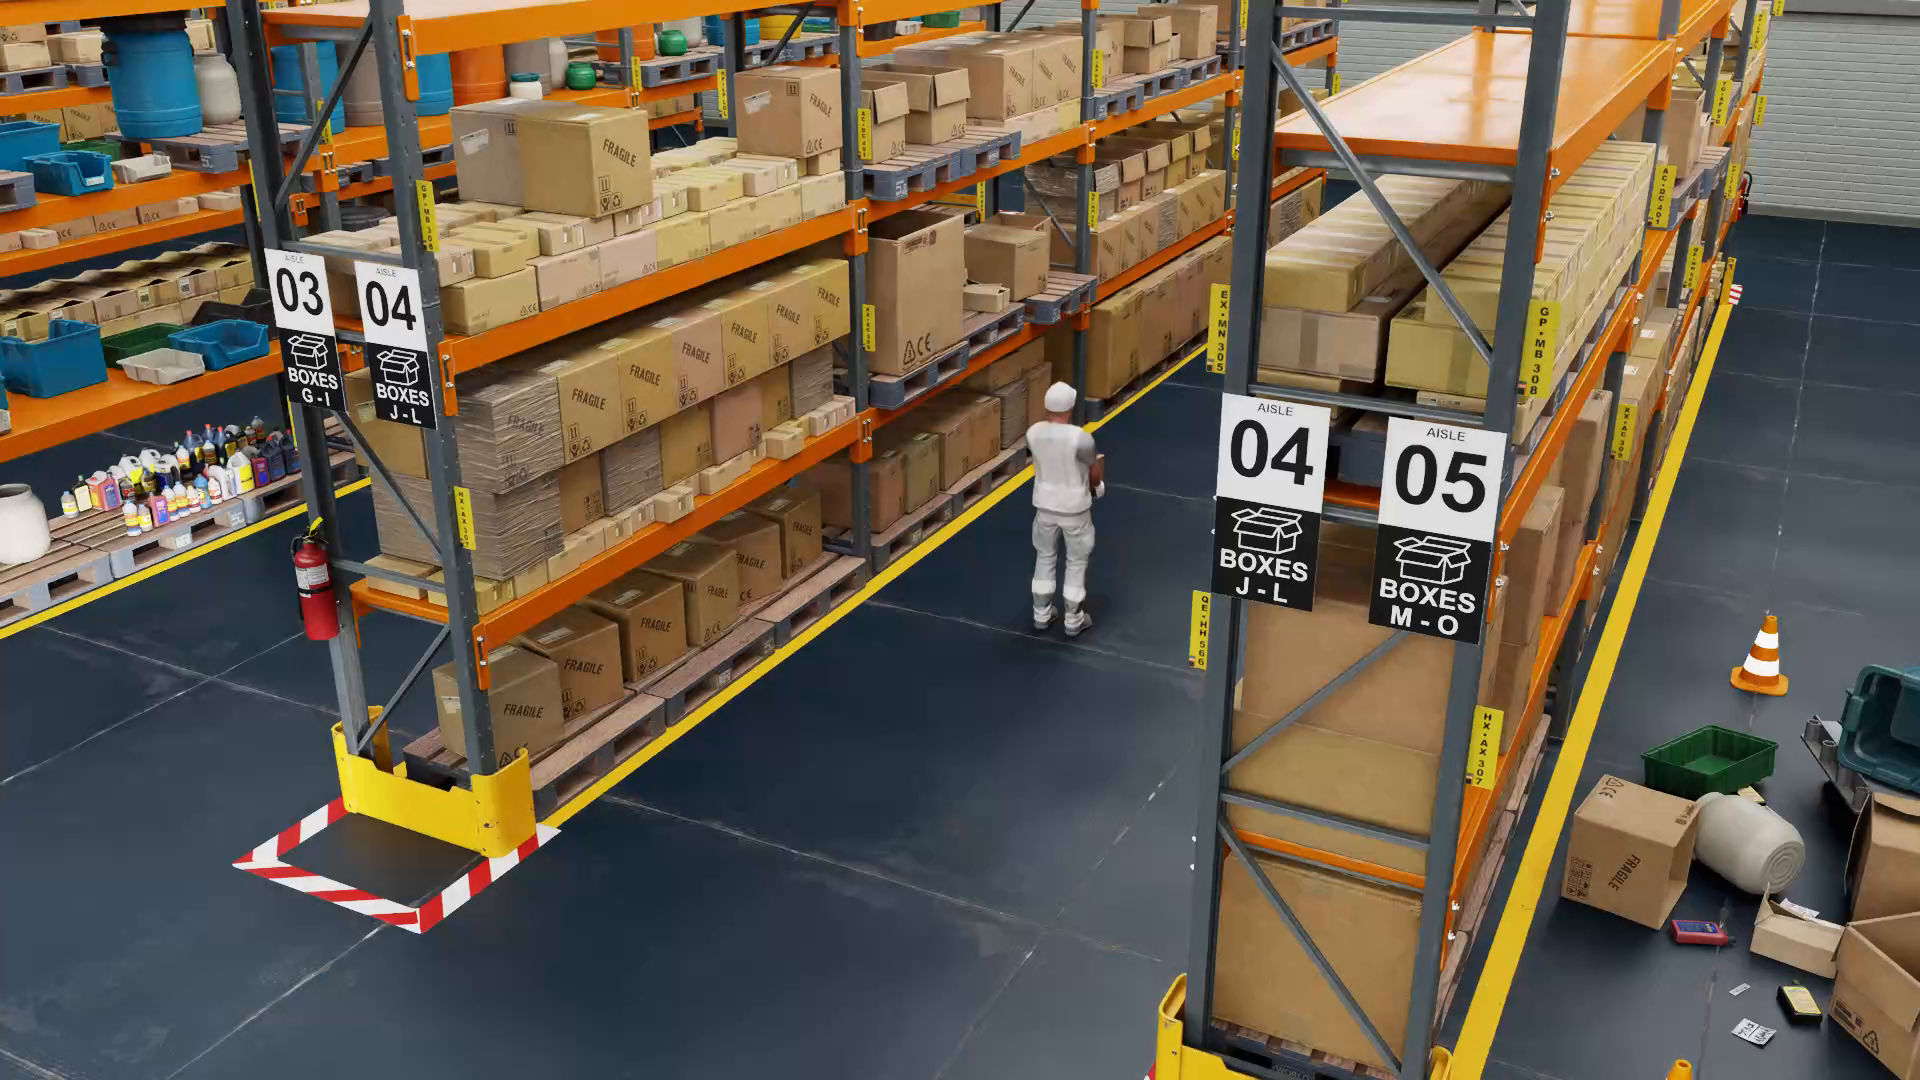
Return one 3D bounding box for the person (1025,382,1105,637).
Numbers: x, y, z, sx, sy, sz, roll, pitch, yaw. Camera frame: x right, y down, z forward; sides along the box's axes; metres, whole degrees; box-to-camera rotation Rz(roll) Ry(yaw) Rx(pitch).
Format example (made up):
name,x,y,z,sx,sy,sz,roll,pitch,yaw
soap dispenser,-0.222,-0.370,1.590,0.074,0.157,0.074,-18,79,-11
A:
name,x,y,z,sx,sy,sz,roll,pitch,yaw
person,0.728,-0.254,11.340,0.495,1.785,0.552,11,25,25
